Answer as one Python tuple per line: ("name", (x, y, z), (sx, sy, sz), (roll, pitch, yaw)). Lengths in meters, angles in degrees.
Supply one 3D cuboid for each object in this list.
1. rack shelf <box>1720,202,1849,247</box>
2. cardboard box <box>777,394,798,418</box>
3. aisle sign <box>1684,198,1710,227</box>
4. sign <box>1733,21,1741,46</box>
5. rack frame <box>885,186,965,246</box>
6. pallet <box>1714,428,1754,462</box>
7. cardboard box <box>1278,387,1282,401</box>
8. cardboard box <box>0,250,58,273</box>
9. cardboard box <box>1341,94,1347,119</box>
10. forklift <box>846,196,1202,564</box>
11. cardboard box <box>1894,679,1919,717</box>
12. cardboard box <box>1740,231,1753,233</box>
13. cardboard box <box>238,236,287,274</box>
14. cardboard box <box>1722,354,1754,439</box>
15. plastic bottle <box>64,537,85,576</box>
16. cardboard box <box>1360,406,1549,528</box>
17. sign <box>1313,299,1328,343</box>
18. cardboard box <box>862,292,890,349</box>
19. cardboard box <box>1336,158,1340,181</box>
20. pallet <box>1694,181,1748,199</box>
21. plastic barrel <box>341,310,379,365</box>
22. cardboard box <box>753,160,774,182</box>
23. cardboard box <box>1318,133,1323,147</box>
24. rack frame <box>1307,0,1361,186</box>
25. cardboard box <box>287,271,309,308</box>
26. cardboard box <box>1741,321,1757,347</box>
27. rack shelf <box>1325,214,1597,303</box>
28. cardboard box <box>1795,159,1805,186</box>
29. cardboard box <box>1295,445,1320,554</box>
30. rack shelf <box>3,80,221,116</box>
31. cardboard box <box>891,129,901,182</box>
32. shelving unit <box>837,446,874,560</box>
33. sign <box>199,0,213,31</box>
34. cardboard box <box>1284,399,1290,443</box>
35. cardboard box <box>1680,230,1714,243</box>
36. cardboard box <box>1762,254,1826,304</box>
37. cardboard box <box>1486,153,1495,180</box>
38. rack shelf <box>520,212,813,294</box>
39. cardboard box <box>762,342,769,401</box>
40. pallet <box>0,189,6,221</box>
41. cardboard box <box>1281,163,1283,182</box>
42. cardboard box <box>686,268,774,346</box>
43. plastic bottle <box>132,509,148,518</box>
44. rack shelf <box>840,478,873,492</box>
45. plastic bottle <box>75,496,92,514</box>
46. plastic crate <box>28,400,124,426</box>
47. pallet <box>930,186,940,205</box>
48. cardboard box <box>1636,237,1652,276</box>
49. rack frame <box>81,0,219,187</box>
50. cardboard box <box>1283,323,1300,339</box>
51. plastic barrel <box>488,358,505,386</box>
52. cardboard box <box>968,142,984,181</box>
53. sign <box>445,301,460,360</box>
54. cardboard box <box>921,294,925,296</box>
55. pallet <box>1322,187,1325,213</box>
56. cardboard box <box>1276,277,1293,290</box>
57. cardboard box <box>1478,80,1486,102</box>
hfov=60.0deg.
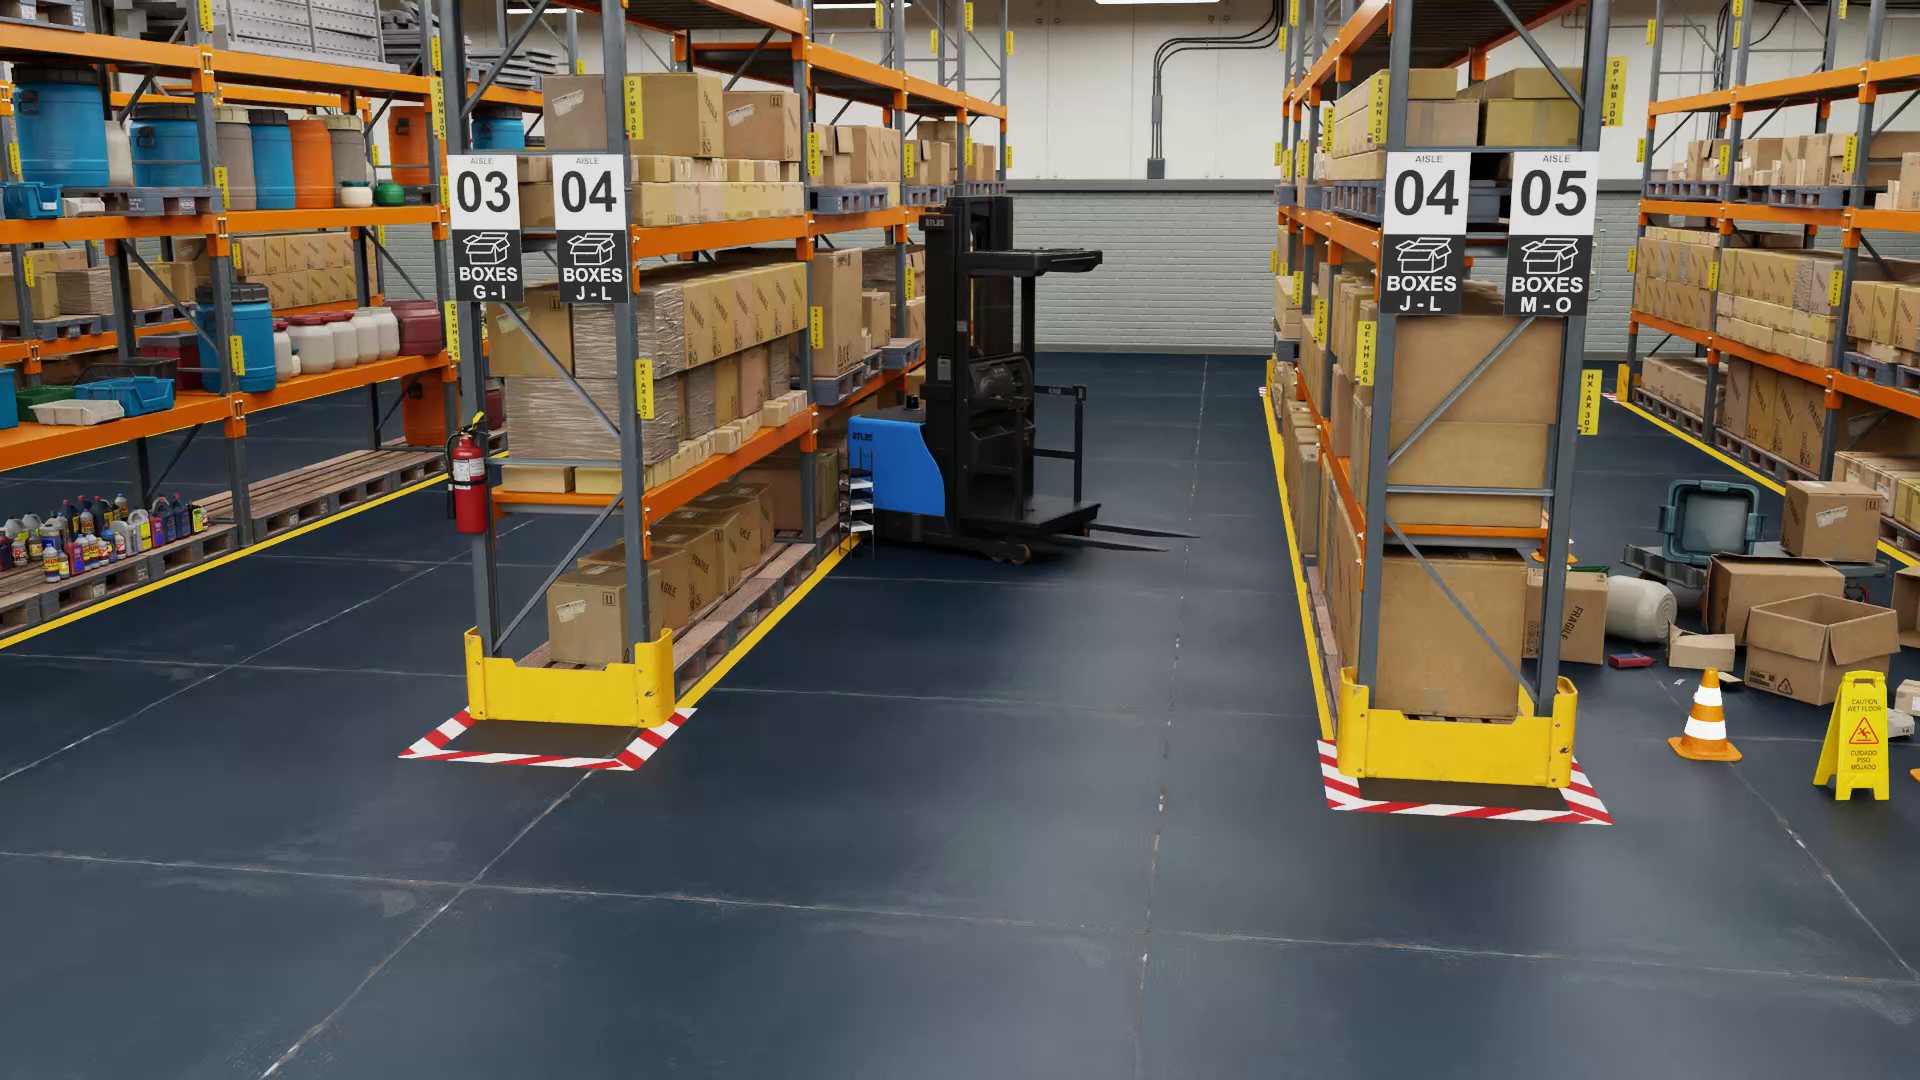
("rack shelf", (9.048, -3.304, 17.291), (1.077, 0.370, 4.000), (2, 12, 9))
("cardboard box", (-1.457, -1.032, 12.761), (0.380, 0.149, 0.250), (2, 12, 9))
("aisle sign", (10.288, -4.714, 23.076), (0.394, 0.787, 0.004), (2, 12, 9))
("sign", (10.505, -6.846, 22.493), (0.100, 0.325, 0.005), (2, 12, 9))
("rack frame", (-0.436, -2.927, 20.953), (1.000, 3.000, 0.127), (2, 12, 9))
("pallet", (9.312, -1.079, 19.001), (1.003, 0.211, 1.213), (2, 12, 9))
("cardboard box", (4.213, -1.835, 20.950), (0.380, 0.149, 0.250), (1, 12, 6))
("cardboard box", (-14.674, -4.129, 25.821), (0.980, 0.700, 0.700), (2, 12, 8))
("cardboard box", (2.711, -2.844, 10.917), (0.380, 0.149, 0.250), (2, 12, 8))
("forklift", (0.524, -1.362, 13.855), (3.031, 2.935, 1.130), (8, 14, 32))
("cardboard box", (5.716, 0.948, 9.742), (0.380, 0.149, 0.250), (10, 15, 38))
("cardboard box", (9.850, -3.730, 20.531), (0.380, 0.149, 0.250), (2, 12, 7))
("cardboard box", (-9.795, -3.982, 23.242), (0.500, 0.500, 0.500), (1, 12, 7))
("cardboard box", (9.340, -1.641, 19.032), (0.875, 0.875, 0.875), (2, 12, 10))
("plastic bottle", (-6.536, 0.110, 12.267), (0.061, 0.283, 0.133), (2, 12, 10))
("cardboard box", (2.616, -0.399, 8.868), (0.875, 0.550, 0.550), (2, 12, 9))
("sign", (2.681, -1.622, 12.341), (0.100, 0.325, 0.005), (2, 12, 9))
("cardboard box", (-1.082, -2.115, 15.953), (0.700, 0.500, 0.500), (4, 13, 17))
("cardboard box", (2.749, -2.507, 11.247), (0.380, 0.149, 0.250), (2, 12, 9))
("pallet", (9.492, -4.198, 19.945), (1.003, 0.211, 1.213), (2, 12, 9))
("plastic barrel", (-5.957, -2.000, 16.390), (0.421, 0.512, 0.421), (0, 12, 0))
("cardboard box", (-1.533, -2.606, 11.756), (0.380, 0.149, 0.250), (1, 12, 7))
("cardboard box", (3.639, -3.894, 16.269), (0.396, 0.266, 0.258), (2, 12, 9))
("rack frame", (3.834, -4.845, 15.614), (1.000, 3.000, 0.127), (2, 12, 9))
("cardboard box", (-9.722, -3.605, 23.865), (0.500, 0.500, 0.500), (2, 12, 8))
("cardboard box", (8.855, -2.235, 18.101), (0.500, 0.250, 0.500), (2, 12, 8))
("rack shelf", (2.911, -1.778, 10.211), (1.077, 0.370, 4.000), (2, 12, 9))
("cardboard box", (8.607, -3.677, 16.637), (0.396, 0.266, 0.258), (2, 12, 7))
("cardboard box", (3.225, -0.317, 13.189), (1.050, 0.750, 0.750), (2, 12, 8))
("rack shelf", (-10.532, -5.218, 20.000), (1.077, 0.370, 4.000), (2, 12, 9))
("cardboard box", (-0.878, -3.746, 16.212), (0.500, 0.500, 0.500), (2, 12, 10))
("shelving unit", (-0.865, -0.307, 13.781), (0.210, 0.900, 0.258), (-6, 14, -28))
("sign", (-6.019, -4.232, 13.267), (0.100, 0.325, 0.005), (2, 12, 9))
("cardboard box", (3.826, -1.260, 18.155), (0.500, 0.500, 0.500), (1, 12, 6))
("cardboard box", (9.371, -3.850, 21.090), (0.380, 0.149, 0.250), (2, 12, 9))
("cardboard box", (8.800, -2.742, 17.486), (0.500, 0.500, 0.500), (2, 12, 8))
("cardboard box", (3.051, -2.011, 8.946), (0.380, 0.149, 0.250), (2, 12, 9))
("rack shelf", (-1.974, -1.960, 11.054), (1.077, 0.370, 4.000), (2, 12, 9))
("cardboard box", (-1.909, -1.261, 12.281), (0.875, 0.500, 0.500), (2, 12, 9))
("pallet", (-6.952, -2.132, 10.595), (1.003, 0.211, 1.213), (2, 12, 9))
("cardboard box", (4.661, -5.023, 22.732), (0.500, 0.250, 0.500), (2, 12, 8))
("cardboard box", (-1.617, -1.634, 11.637), (0.500, 0.500, 0.500), (2, 12, 9))
("plastic bottle", (-6.555, -0.122, 13.358), (0.152, 0.276, 0.135), (2, 12, 9))
("rack shelf", (-0.865, -0.450, 13.750), (0.200, 0.077, 0.258), (-6, 14, -28))
("plastic bottle", (-7.095, -0.187, 13.486), (0.144, 0.351, 0.185), (2, 12, 10))
("plastic crate", (-6.560, -0.947, 12.392), (0.530, 0.136, 0.437), (2, 12, 9))
("pallet", (-0.836, -3.837, 18.504), (1.003, 0.211, 1.213), (2, 12, 11))
("cardboard box", (9.616, -3.885, 22.790), (0.500, 0.500, 0.500), (2, 12, 7))
("rack frame", (-6.561, -4.354, 13.339), (1.000, 3.000, 0.127), (2, 12, 9))
("cardboard box", (3.456, -2.112, 16.774), (0.380, 0.149, 0.250), (2, 12, 10))
("plastic barrel", (-5.540, -2.007, 20.668), (0.600, 0.901, 0.708), (2, 12, 9))
("cardboard box", (-0.067, -5.077, 22.339), (0.700, 0.500, 0.500), (2, 12, 11))
("sign", (-2.827, -1.171, 9.310), (0.100, 0.325, 0.005), (2, 12, 9))
("cardboard box", (-0.477, -2.553, 18.984), (0.500, 0.500, 0.500), (2, 12, 9))
("pallet", (3.618, -2.918, 14.240), (1.003, 0.211, 1.213), (2, 12, 11))
("cardboard box", (3.897, -2.993, 19.448), (0.380, 0.149, 0.250), (2, 12, 10))
("cardboard box", (3.127, -2.505, 9.347), (0.380, 0.149, 0.250), (2, 12, 8))
